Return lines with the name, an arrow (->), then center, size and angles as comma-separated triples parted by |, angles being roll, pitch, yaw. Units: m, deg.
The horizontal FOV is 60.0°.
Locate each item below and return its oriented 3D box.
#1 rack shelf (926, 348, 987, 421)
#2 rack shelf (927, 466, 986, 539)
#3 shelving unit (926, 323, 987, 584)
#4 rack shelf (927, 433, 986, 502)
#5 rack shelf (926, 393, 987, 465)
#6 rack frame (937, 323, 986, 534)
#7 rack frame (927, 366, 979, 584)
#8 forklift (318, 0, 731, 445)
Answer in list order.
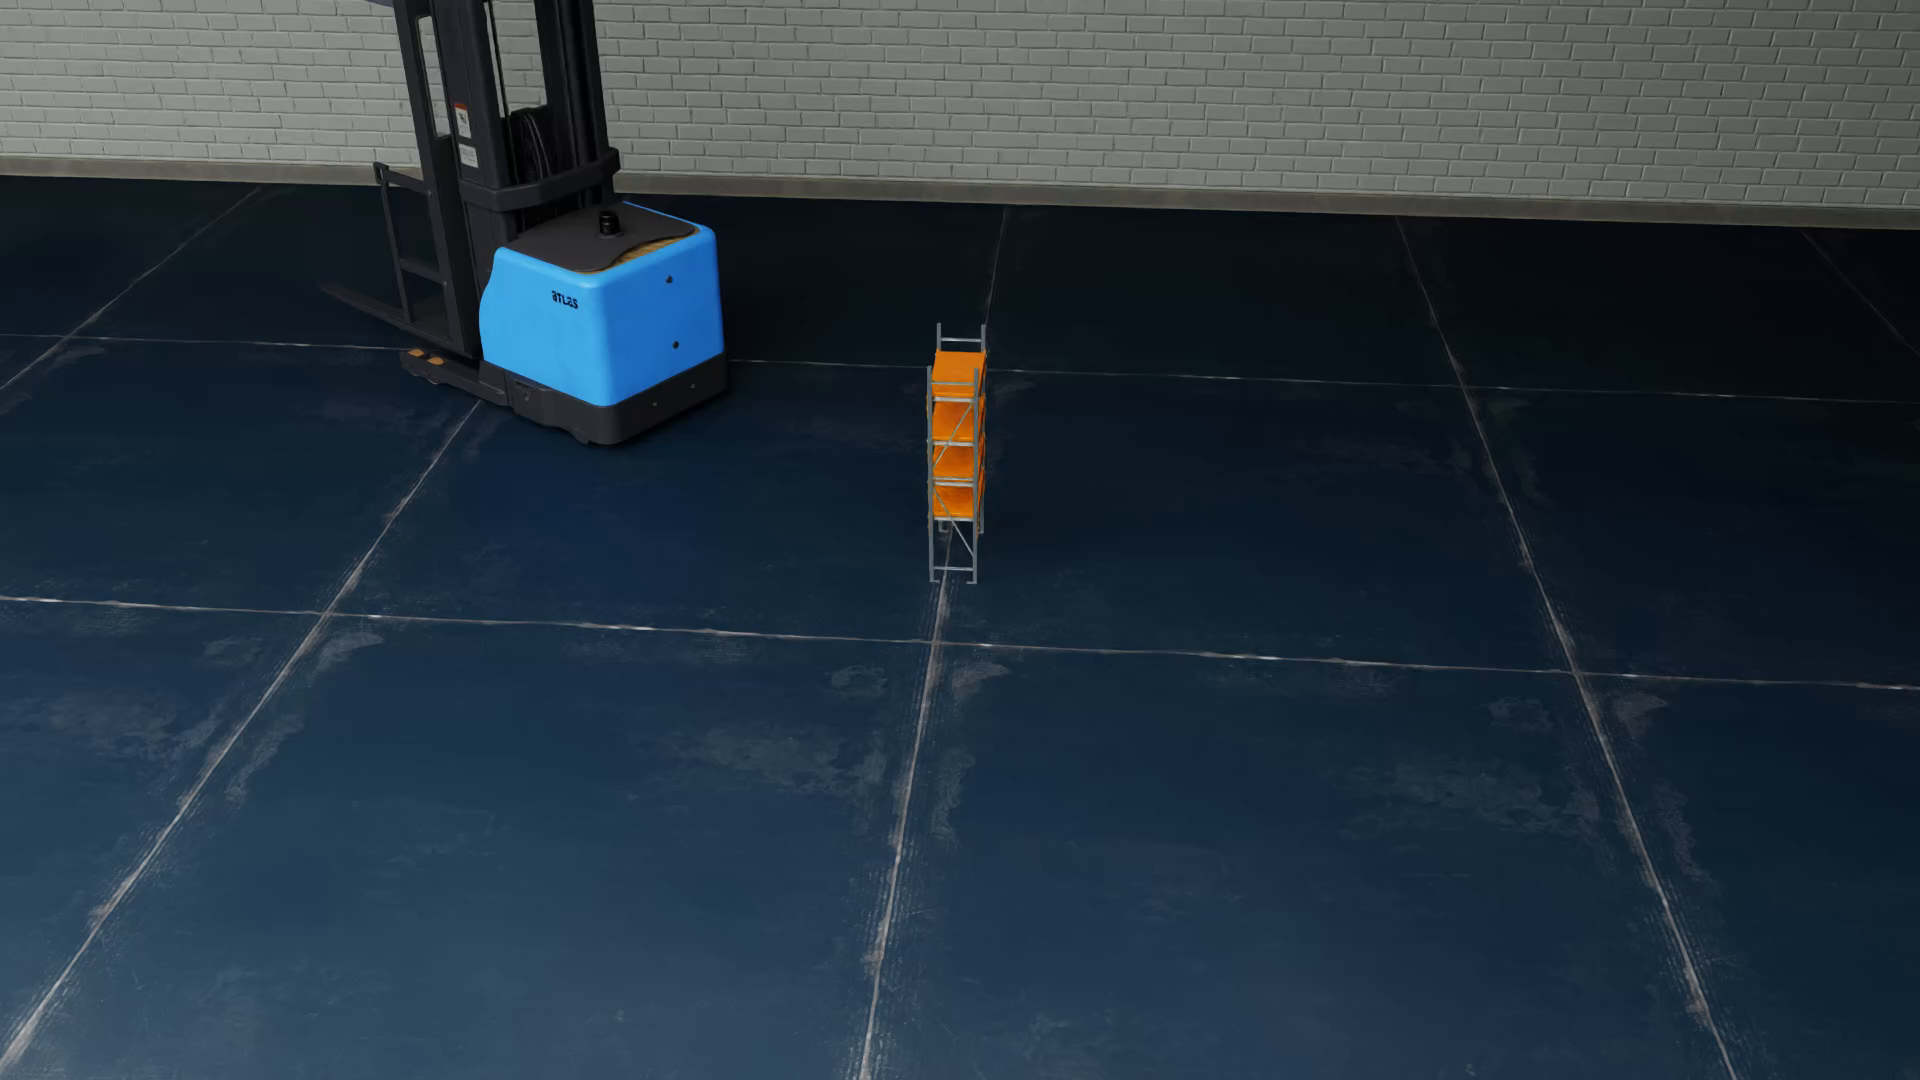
rack shelf -> -0.013, -0.759, 8.089 | 0.258, 0.148, 0.480 | 2, 32, 4
rack shelf -> -0.013, -0.198, 8.434 | 0.258, 0.148, 0.480 | 2, 32, 4
shelving unit -> -0.013, -0.424, 8.295 | 0.258, 1.200, 0.503 | 2, 32, 4
rack shelf -> -0.013, -0.367, 8.330 | 0.258, 0.148, 0.480 | 2, 32, 4
rack shelf -> -0.013, -0.557, 8.213 | 0.258, 0.148, 0.480 | 2, 32, 4
rack frame -> 0.006, -0.552, 8.502 | 0.240, 1.200, 0.015 | 2, 32, 4
rack frame -> -0.033, -0.297, 8.088 | 0.240, 1.200, 0.015 | 2, 32, 4
forklift -> -2.877, -2.410, 9.866 | 3.031, 2.935, 1.130 | 22, 38, 31
